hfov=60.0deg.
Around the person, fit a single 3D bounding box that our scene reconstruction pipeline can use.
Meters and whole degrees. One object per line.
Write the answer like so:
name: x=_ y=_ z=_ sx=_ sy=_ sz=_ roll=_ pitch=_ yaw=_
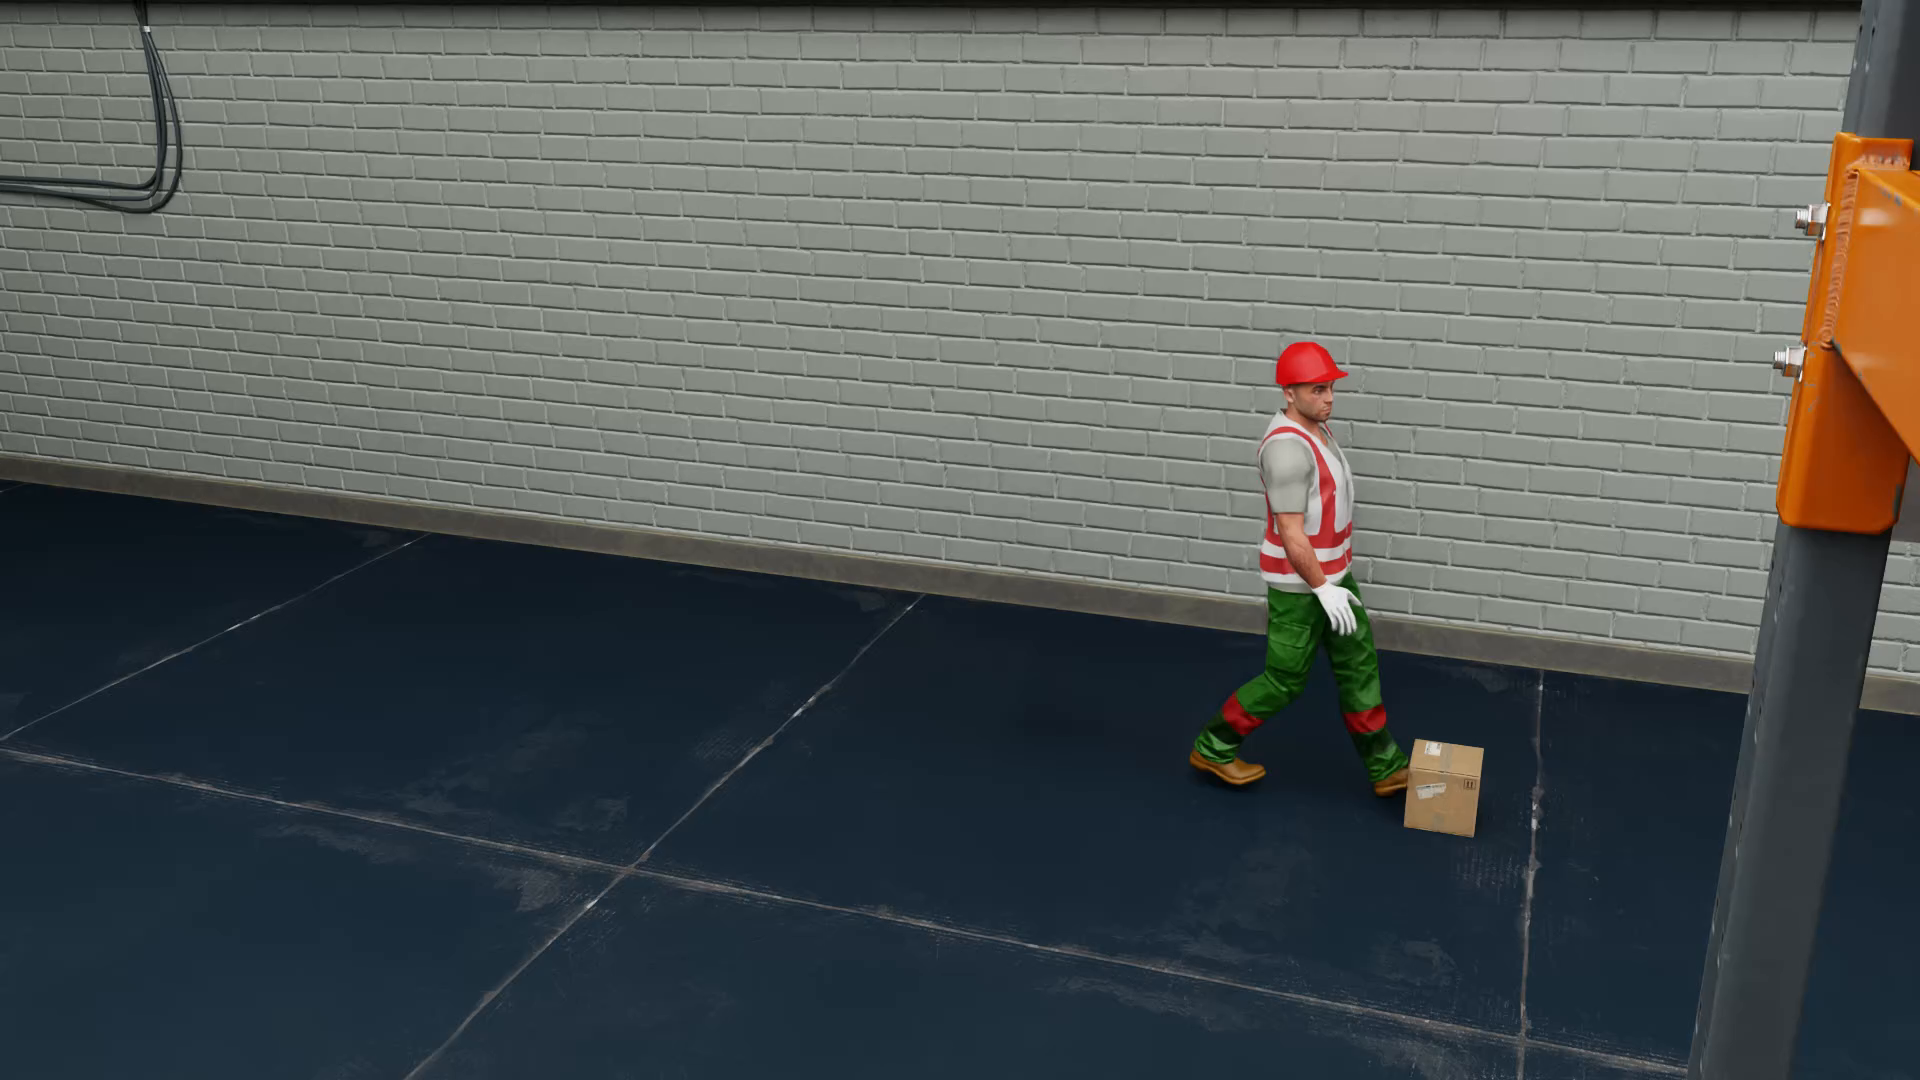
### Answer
person: x=1.372 y=0.142 z=6.124 sx=0.969 sy=1.743 sz=0.571 roll=9 pitch=20 yaw=24
